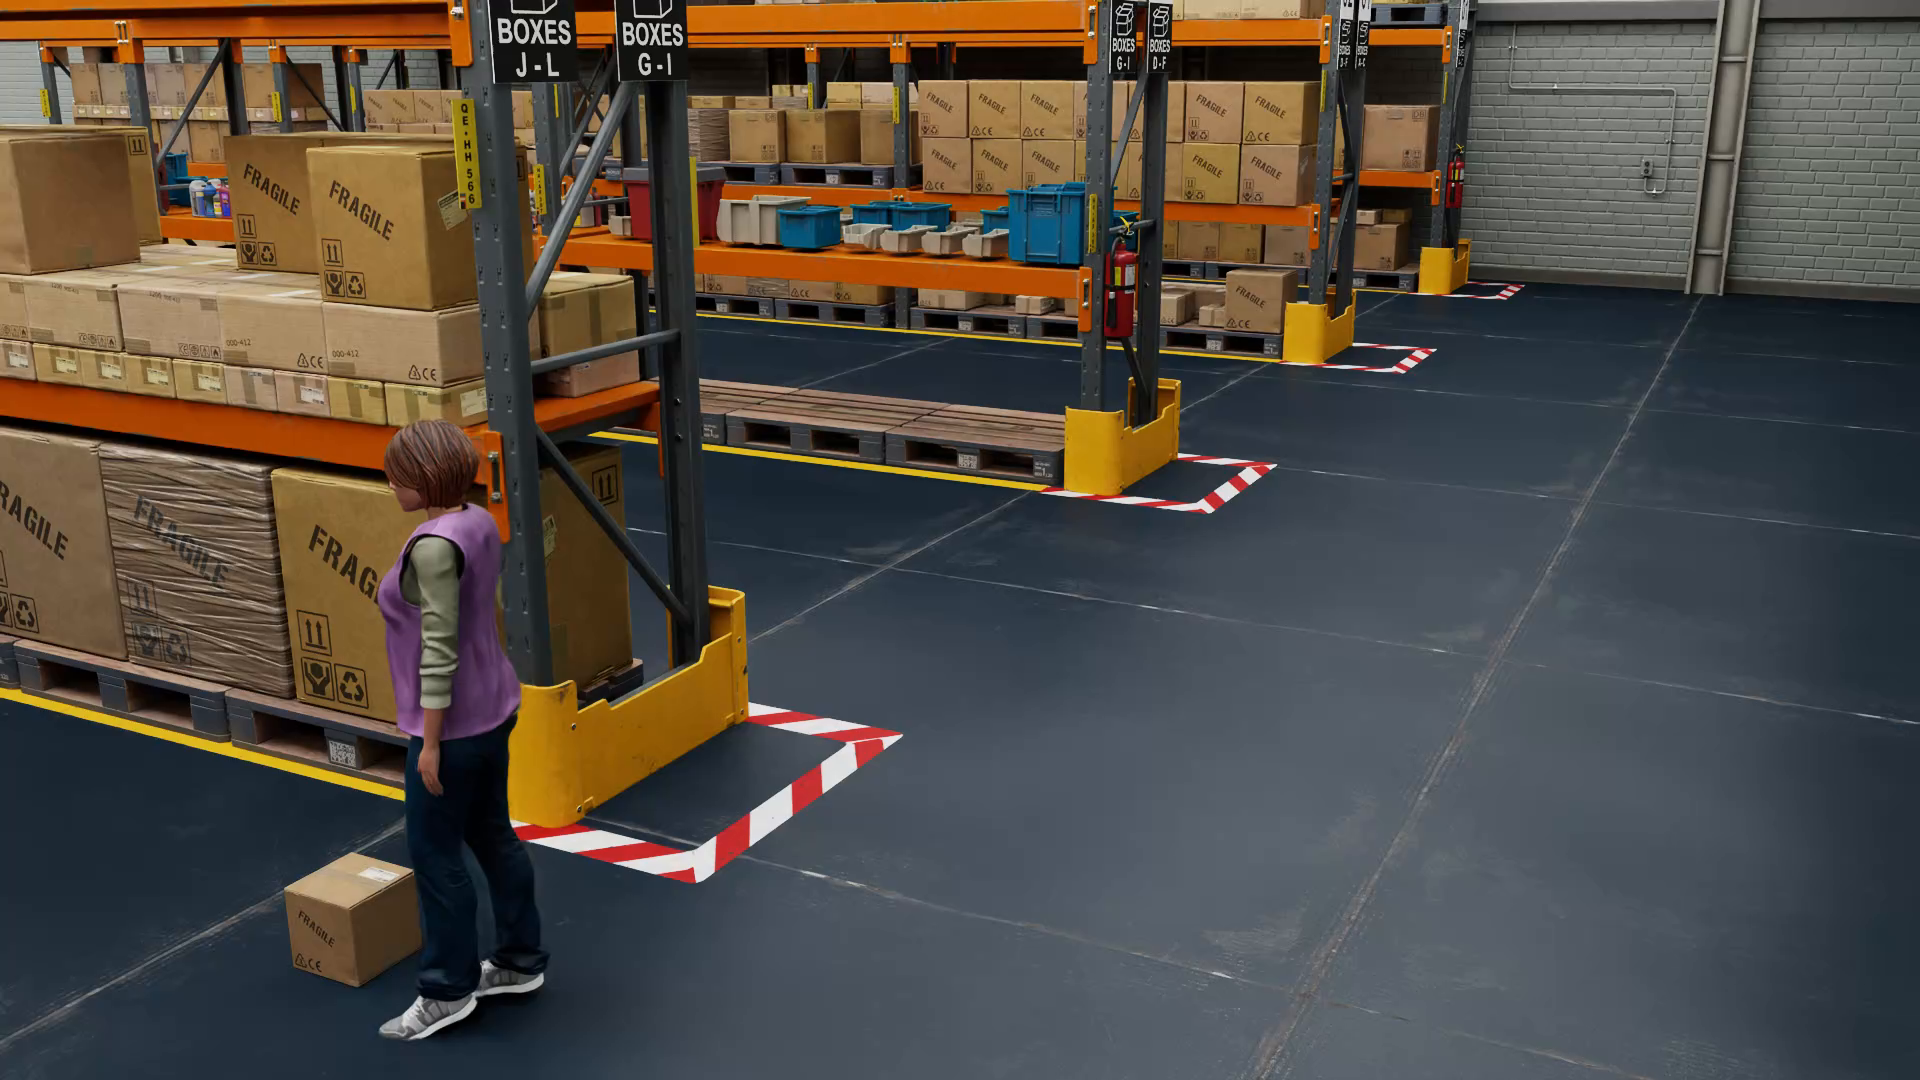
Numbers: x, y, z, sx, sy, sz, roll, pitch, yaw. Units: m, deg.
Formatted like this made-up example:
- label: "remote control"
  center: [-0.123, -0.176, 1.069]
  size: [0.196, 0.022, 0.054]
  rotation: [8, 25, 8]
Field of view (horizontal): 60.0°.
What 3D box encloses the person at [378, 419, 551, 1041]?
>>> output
- label: "person"
  center: [-1.323, 0.499, 4.331]
  size: [0.414, 1.639, 0.434]
  rotation: [1, 16, 3]
